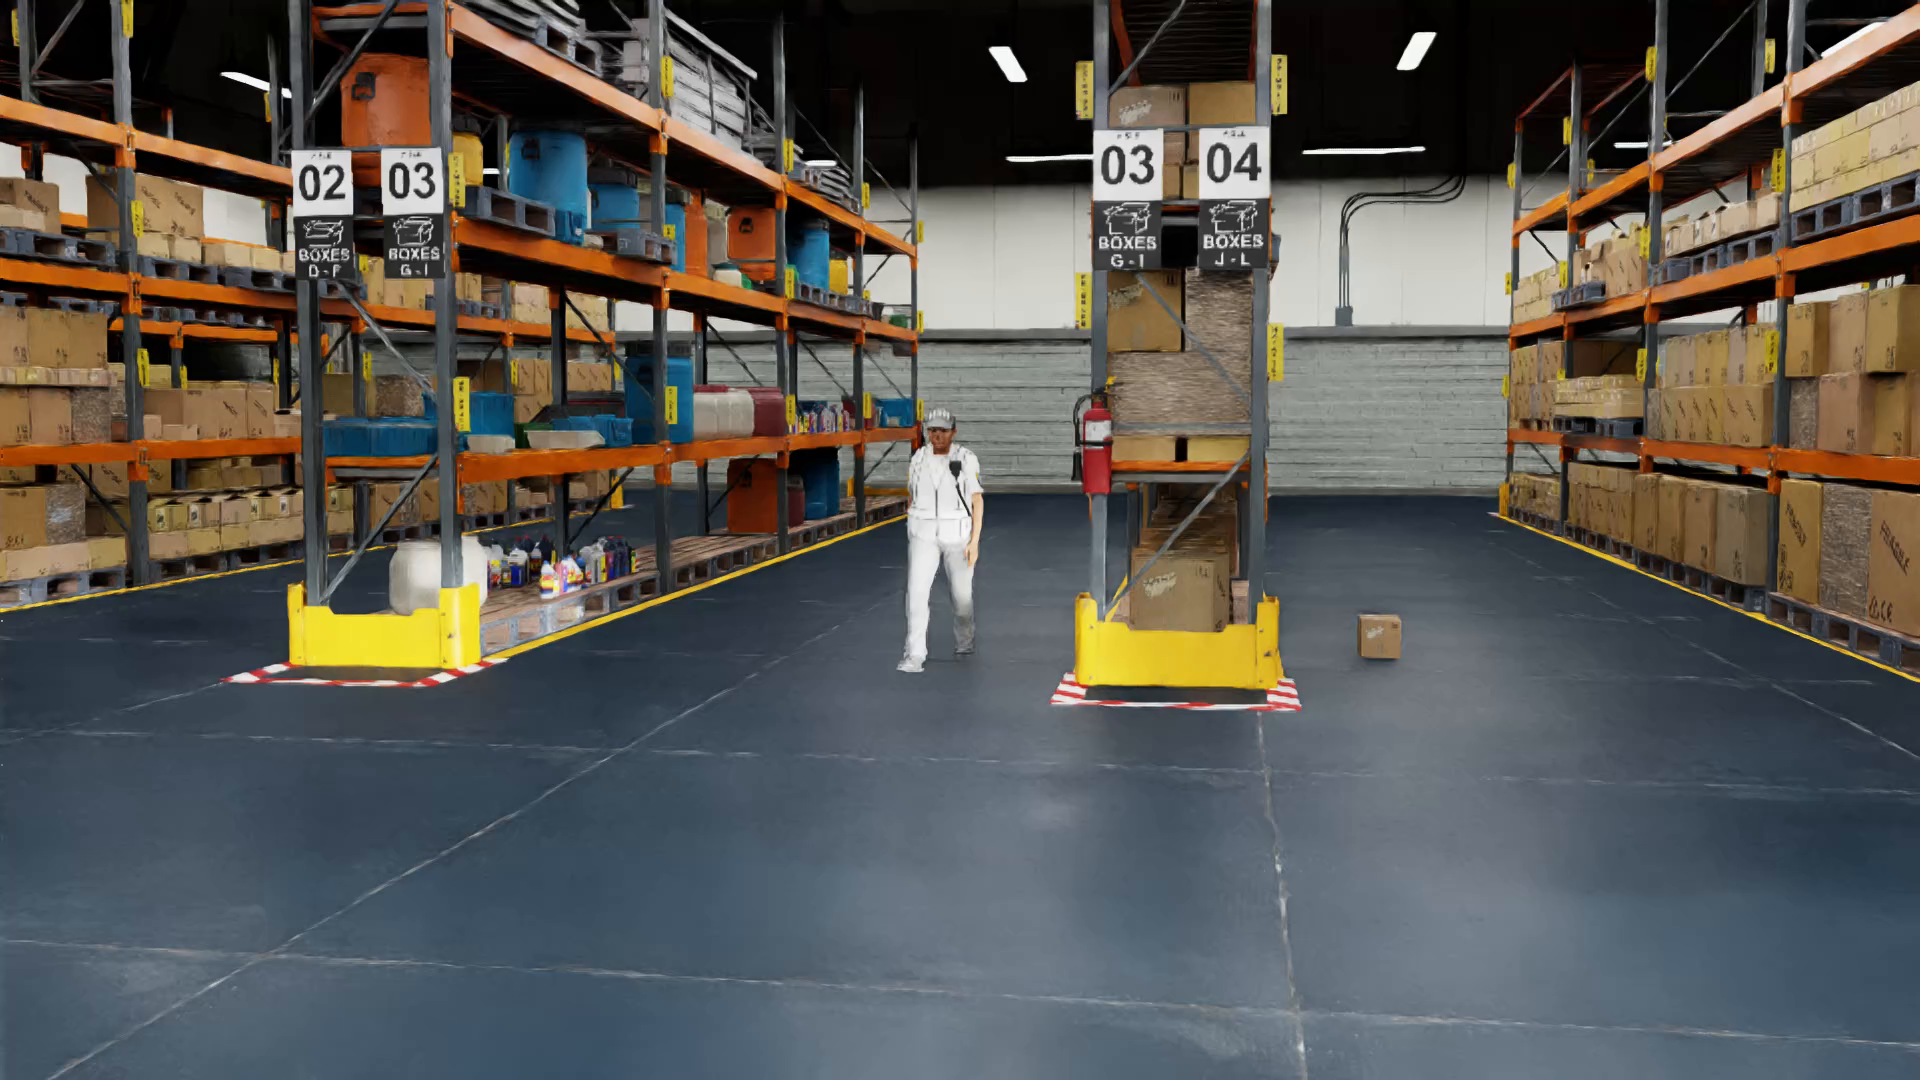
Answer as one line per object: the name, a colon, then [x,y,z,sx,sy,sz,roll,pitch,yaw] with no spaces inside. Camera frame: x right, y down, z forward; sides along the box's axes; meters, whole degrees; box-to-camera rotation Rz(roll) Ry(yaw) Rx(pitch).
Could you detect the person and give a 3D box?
person: [-0.097,-0.016,10.218,0.484,1.605,1.030,1,5,7]
